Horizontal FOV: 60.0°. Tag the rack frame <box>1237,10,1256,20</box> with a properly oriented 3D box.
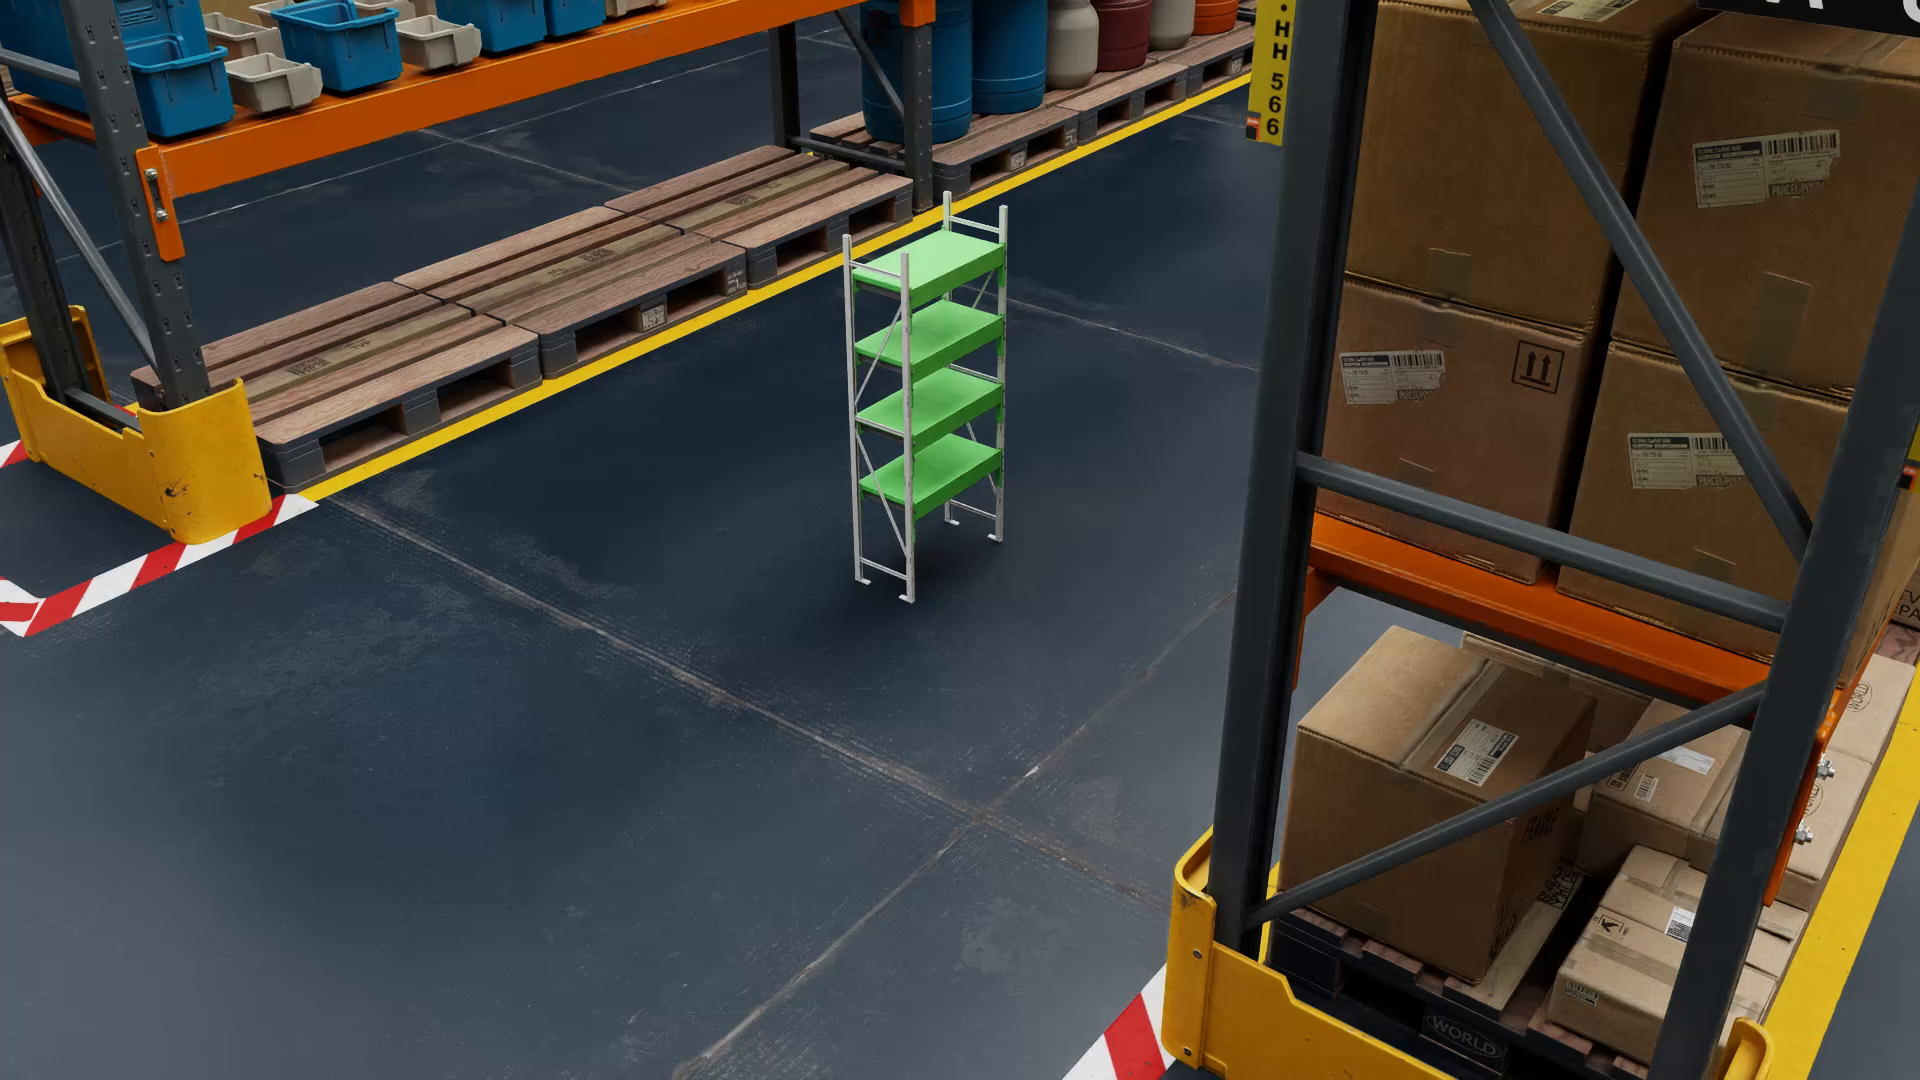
[{"bbox_3d":[1.840,-4.774,10.864,1.000,3.000,0.127,21,37,31],"label":"rack frame"}]

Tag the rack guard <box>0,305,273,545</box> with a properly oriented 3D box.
[{"bbox_3d":[-2.993,-0.434,5.991,1.175,0.500,0.348,21,37,31],"label":"rack guard"}]

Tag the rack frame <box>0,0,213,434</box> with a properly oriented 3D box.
[{"bbox_3d":[-2.989,-1.523,5.377,1.000,3.000,0.127,21,37,31],"label":"rack frame"}]

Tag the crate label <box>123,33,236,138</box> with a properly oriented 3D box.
[{"bbox_3d":[-2.577,-1.476,5.403,0.416,0.233,0.303,21,37,31],"label":"crate label"}]

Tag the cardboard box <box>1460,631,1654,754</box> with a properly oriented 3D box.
[{"bbox_3d":[1.687,0.323,4.528,0.500,0.250,0.500,21,37,31],"label":"cardboard box"}]

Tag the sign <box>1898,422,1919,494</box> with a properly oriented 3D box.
[{"bbox_3d":[1.391,-0.202,2.300,0.100,0.325,0.005,21,37,31],"label":"sign"}]

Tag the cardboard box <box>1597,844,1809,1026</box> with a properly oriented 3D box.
[{"bbox_3d":[1.636,0.867,3.693,0.380,0.166,0.250,21,37,31],"label":"cardboard box"}]

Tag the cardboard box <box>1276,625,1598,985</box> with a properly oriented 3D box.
[{"bbox_3d":[1.090,0.592,3.828,0.500,0.500,0.500,21,37,31],"label":"cardboard box"}]

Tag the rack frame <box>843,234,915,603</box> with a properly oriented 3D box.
[{"bbox_3d":[-0.247,-0.350,5.163,0.240,1.200,0.015,21,37,31],"label":"rack frame"}]

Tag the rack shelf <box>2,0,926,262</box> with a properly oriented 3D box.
[{"bbox_3d":[-1.782,-2.026,6.932,1.077,0.370,4.000,21,37,31],"label":"rack shelf"}]

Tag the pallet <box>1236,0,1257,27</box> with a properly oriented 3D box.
[{"bbox_3d":[2.339,-3.878,12.086,1.003,0.211,1.213,21,37,31],"label":"pallet"}]

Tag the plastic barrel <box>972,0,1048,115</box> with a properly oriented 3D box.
[{"bbox_3d":[0.195,-2.930,9.399,0.600,0.901,0.708,21,37,31],"label":"plastic barrel"}]

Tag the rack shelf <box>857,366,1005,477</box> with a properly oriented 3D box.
[{"bbox_3d":[-0.100,-0.394,5.363,0.258,0.148,0.480,21,37,31],"label":"rack shelf"}]

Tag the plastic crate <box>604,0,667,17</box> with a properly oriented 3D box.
[{"bbox_3d":[-1.386,-2.261,6.822,0.293,0.136,0.466,21,37,31],"label":"plastic crate"}]

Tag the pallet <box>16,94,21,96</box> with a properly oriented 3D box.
[{"bbox_3d":[-5.780,-2.690,10.082,1.003,0.211,1.213,21,37,31],"label":"pallet"}]

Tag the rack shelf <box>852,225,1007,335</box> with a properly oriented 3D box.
[{"bbox_3d":[-0.100,-0.807,5.118,0.258,0.148,0.480,21,37,31],"label":"rack shelf"}]

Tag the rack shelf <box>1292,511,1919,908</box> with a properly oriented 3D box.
[{"bbox_3d":[2.165,-0.500,4.358,1.077,0.370,4.000,21,37,31],"label":"rack shelf"}]

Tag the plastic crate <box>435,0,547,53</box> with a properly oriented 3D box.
[{"bbox_3d":[-1.783,-2.011,6.306,0.416,0.233,0.300,21,37,31],"label":"plastic crate"}]

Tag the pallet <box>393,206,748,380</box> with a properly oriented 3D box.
[{"bbox_3d":[-1.723,-1.140,7.467,1.003,0.211,1.213,21,37,31],"label":"pallet"}]

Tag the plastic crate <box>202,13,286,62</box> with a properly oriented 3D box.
[{"bbox_3d":[-2.641,-1.822,6.082,0.396,0.136,0.243,21,37,31],"label":"plastic crate"}]

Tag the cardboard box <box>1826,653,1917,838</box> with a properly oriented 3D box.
[{"bbox_3d":[2.116,0.457,4.303,0.500,0.250,0.500,21,37,31],"label":"cardboard box"}]

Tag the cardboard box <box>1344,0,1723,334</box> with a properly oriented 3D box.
[{"bbox_3d":[1.007,-0.735,2.970,0.500,0.500,0.500,21,36,31],"label":"cardboard box"}]

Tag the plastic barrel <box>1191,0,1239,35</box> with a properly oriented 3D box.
[{"bbox_3d":[1.559,-3.817,10.966,0.600,0.830,0.708,21,37,31],"label":"plastic barrel"}]

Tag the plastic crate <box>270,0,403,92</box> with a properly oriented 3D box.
[{"bbox_3d":[-2.180,-1.743,5.855,0.416,0.233,0.300,21,37,31],"label":"plastic crate"}]

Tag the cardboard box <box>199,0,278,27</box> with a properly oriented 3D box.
[{"bbox_3d":[-4.985,-3.696,10.716,0.875,0.875,0.875,21,37,31],"label":"cardboard box"}]

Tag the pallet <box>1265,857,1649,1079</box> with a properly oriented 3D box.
[{"bbox_3d":[1.484,0.848,4.113,1.003,0.211,1.213,21,37,31],"label":"pallet"}]

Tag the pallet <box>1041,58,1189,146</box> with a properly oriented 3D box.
[{"bbox_3d":[0.661,-2.748,10.180,1.003,0.211,1.213,21,37,31],"label":"pallet"}]

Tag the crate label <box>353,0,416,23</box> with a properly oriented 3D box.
[{"bbox_3d":[-2.306,-2.056,6.477,0.396,0.136,0.243,21,37,31],"label":"crate label"}]

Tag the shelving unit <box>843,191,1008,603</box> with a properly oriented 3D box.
[{"bbox_3d":[-0.100,-0.449,5.331,0.258,1.200,0.503,21,37,31],"label":"shelving unit"}]

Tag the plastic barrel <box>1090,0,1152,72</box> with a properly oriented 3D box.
[{"bbox_3d":[0.877,-3.255,10.253,0.600,0.588,0.708,21,37,31],"label":"plastic barrel"}]

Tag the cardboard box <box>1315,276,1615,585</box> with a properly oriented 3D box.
[{"bbox_3d":[1.011,-0.306,3.225,0.500,0.500,0.500,22,37,33],"label":"cardboard box"}]
